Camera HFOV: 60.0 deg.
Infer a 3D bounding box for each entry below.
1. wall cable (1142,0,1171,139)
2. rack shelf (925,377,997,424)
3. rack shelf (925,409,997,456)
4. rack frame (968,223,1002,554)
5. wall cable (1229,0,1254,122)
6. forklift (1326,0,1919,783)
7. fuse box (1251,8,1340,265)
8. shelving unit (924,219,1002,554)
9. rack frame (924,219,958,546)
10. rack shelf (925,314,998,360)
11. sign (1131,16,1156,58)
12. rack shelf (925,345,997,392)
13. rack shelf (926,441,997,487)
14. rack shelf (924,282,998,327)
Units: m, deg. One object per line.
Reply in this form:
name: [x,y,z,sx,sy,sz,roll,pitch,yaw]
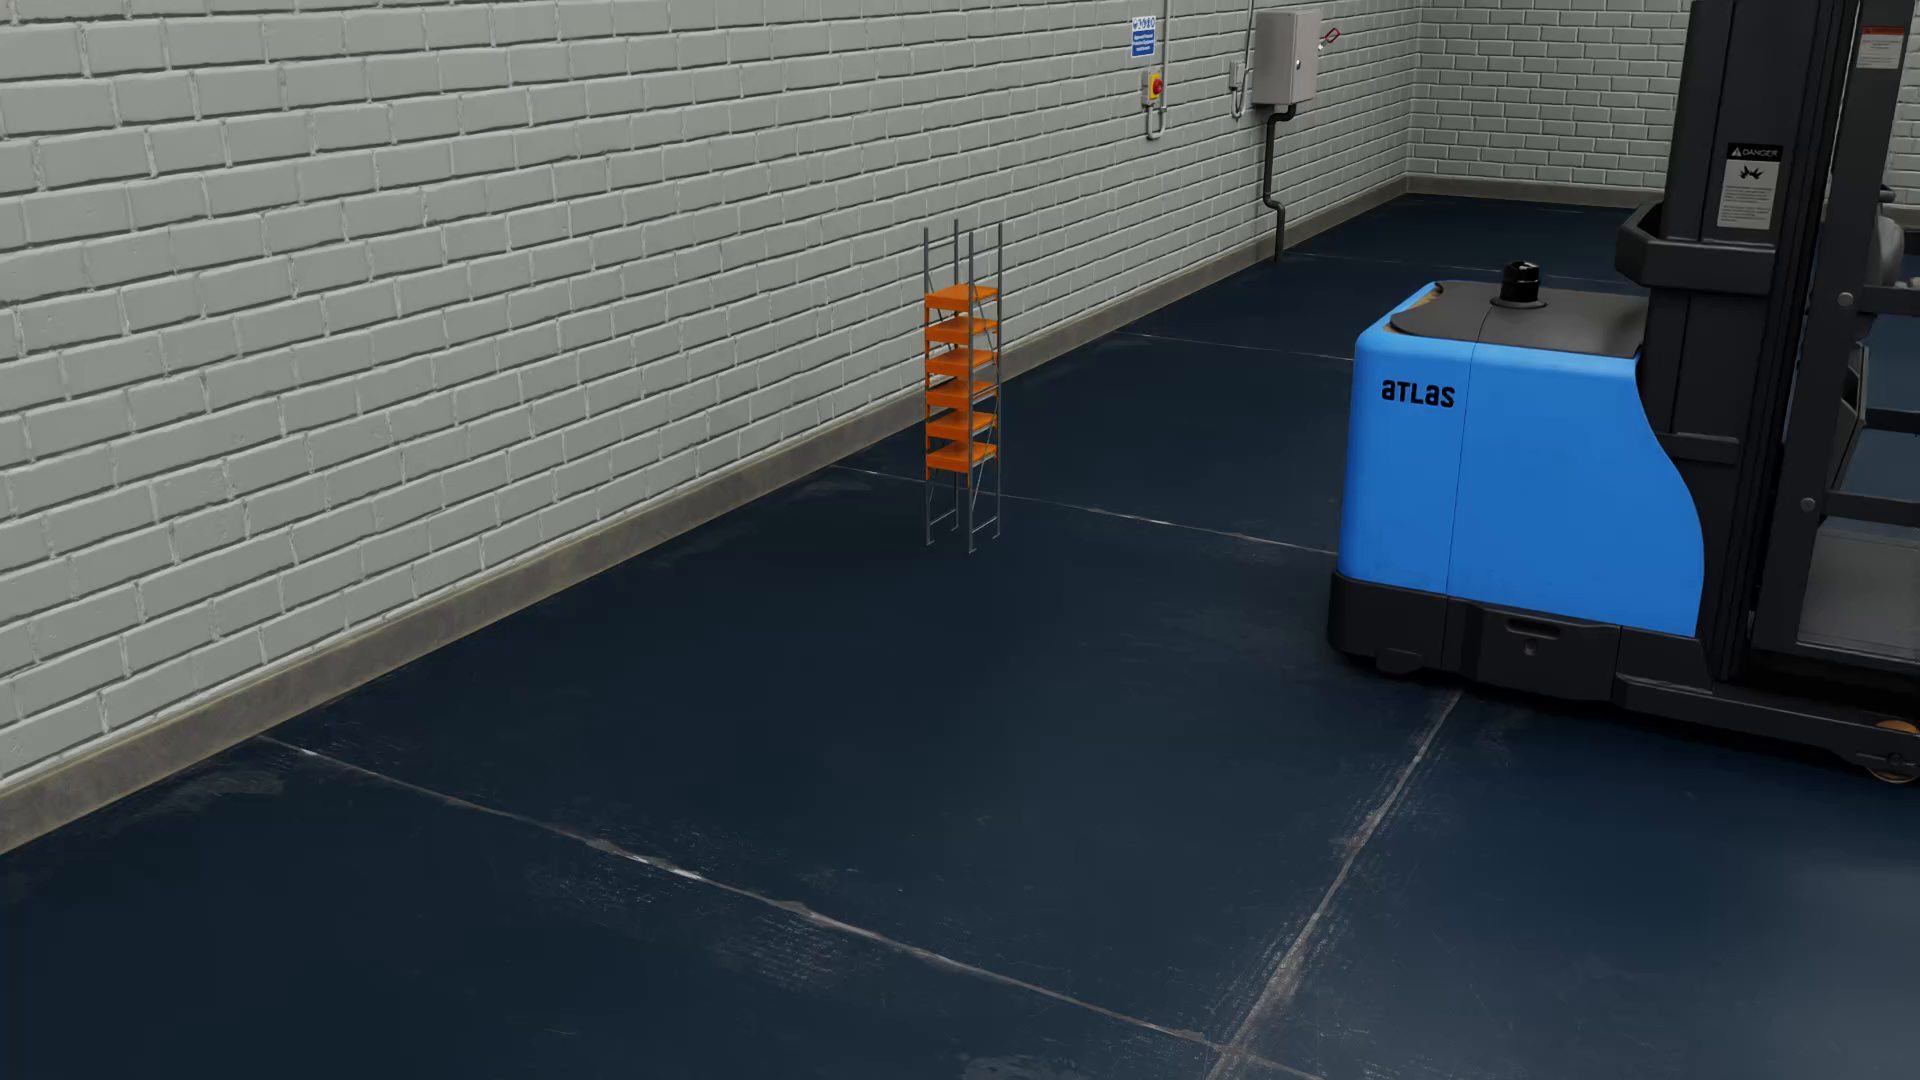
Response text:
wall cable: [1.126,-3.246,9.379,0.123,1.953,0.585,11,23,27]
rack shelf: [0.013,-0.520,6.169,0.180,0.103,0.258,11,23,27]
rack shelf: [0.013,-0.407,6.210,0.180,0.103,0.258,11,23,27]
rack frame: [0.093,-0.546,6.112,0.006,1.200,0.240,11,23,27]
wall cable: [1.807,-3.655,10.554,0.122,1.984,0.588,11,23,27]
forklift: [2.710,-0.891,4.523,3.031,2.935,1.130,10,22,26]
fuse box: [2.278,-2.749,11.434,0.414,1.711,0.539,11,23,27]
shelving unit: [0.013,-0.562,6.154,0.189,1.200,0.258,11,23,27]
rack frame: [-0.067,-0.577,6.196,0.006,1.200,0.240,11,23,27]
rack shelf: [0.013,-0.745,6.087,0.180,0.103,0.258,11,23,27]
sign: [1.049,-2.877,9.500,0.001,0.218,0.327,11,23,27]
rack shelf: [0.013,-0.633,6.128,0.180,0.103,0.258,11,23,27]
rack shelf: [0.013,-0.294,6.251,0.180,0.103,0.258,11,23,27]
rack shelf: [0.013,-0.858,6.046,0.180,0.103,0.258,11,23,27]
